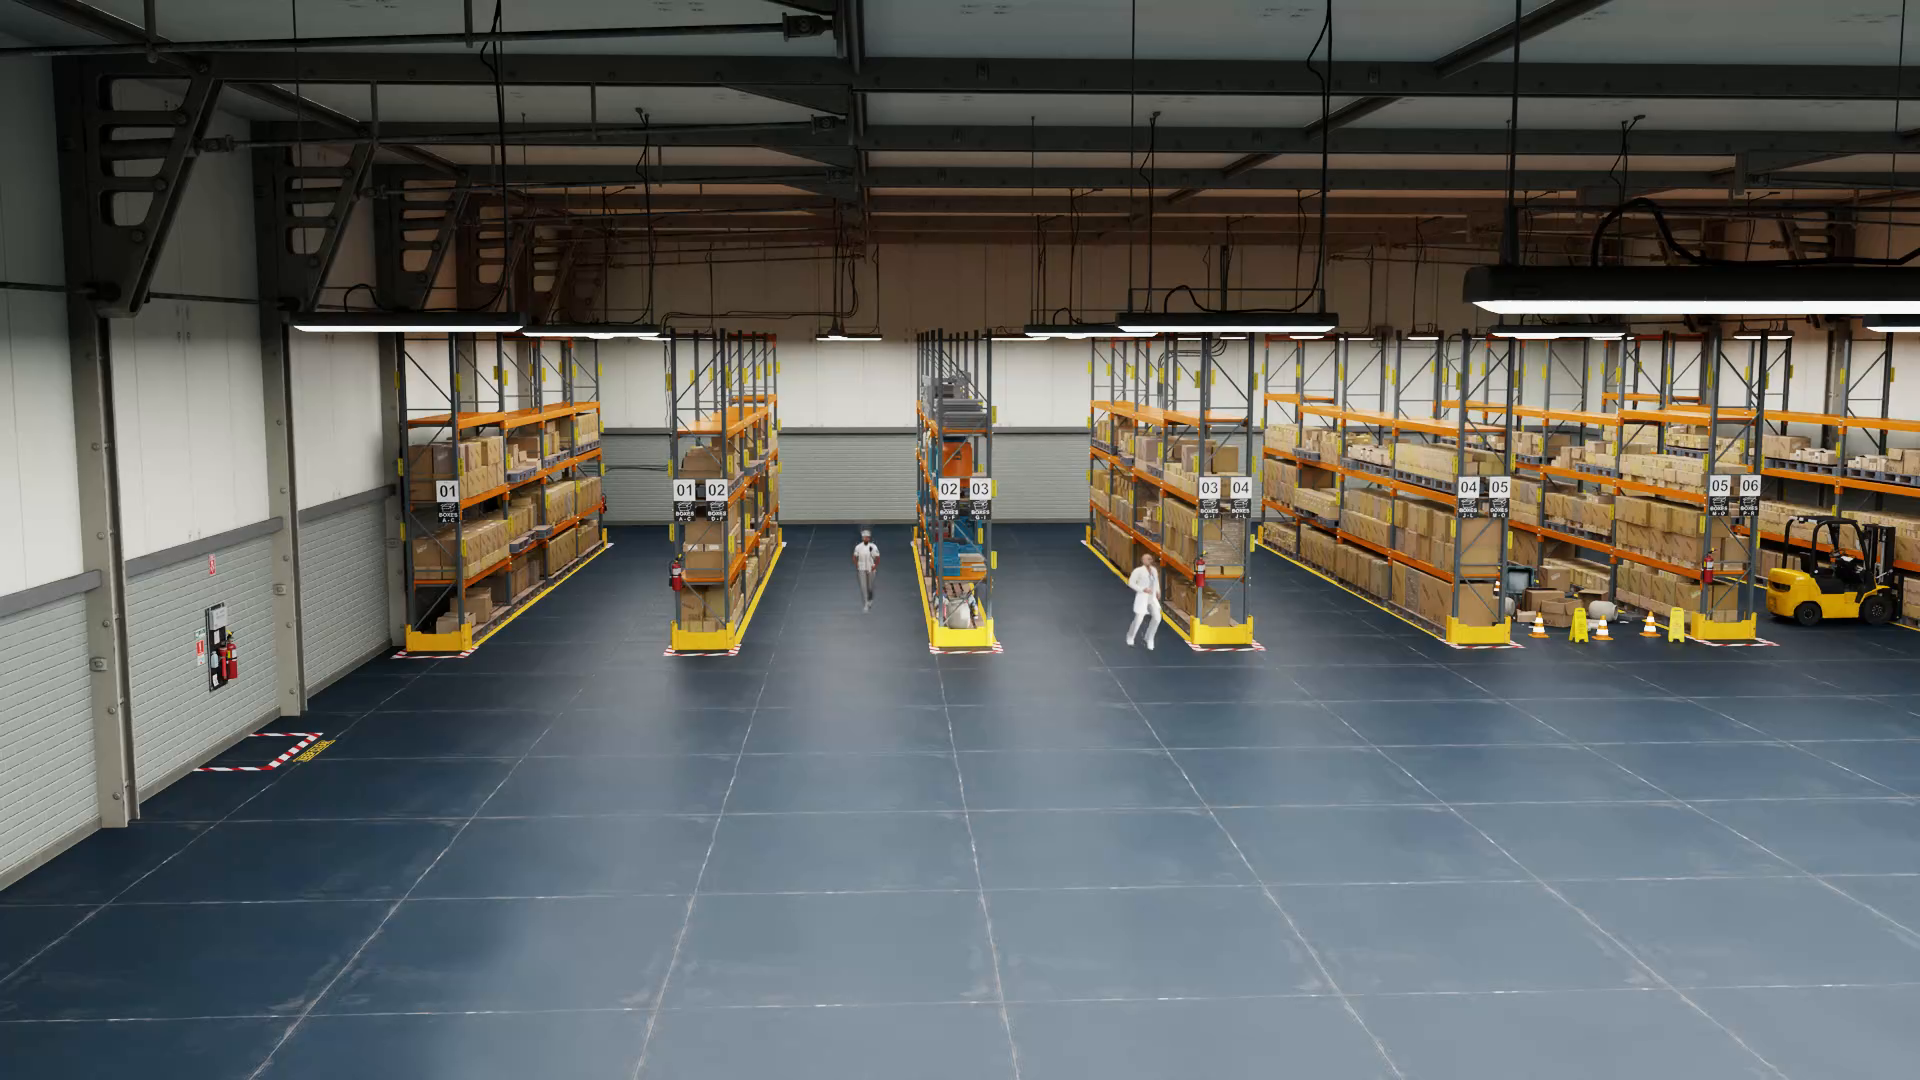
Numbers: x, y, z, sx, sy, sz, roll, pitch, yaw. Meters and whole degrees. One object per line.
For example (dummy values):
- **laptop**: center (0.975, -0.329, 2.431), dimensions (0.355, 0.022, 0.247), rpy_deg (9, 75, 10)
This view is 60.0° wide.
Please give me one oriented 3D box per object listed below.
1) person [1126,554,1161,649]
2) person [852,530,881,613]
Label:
- **person**: center (3.499, 1.171, 31.442), dimensions (0.757, 1.825, 0.728), rpy_deg (-4, 8, -28)
- **person**: center (-1.948, 0.628, 34.664), dimensions (0.590, 1.683, 0.715), rpy_deg (0, 7, -1)
